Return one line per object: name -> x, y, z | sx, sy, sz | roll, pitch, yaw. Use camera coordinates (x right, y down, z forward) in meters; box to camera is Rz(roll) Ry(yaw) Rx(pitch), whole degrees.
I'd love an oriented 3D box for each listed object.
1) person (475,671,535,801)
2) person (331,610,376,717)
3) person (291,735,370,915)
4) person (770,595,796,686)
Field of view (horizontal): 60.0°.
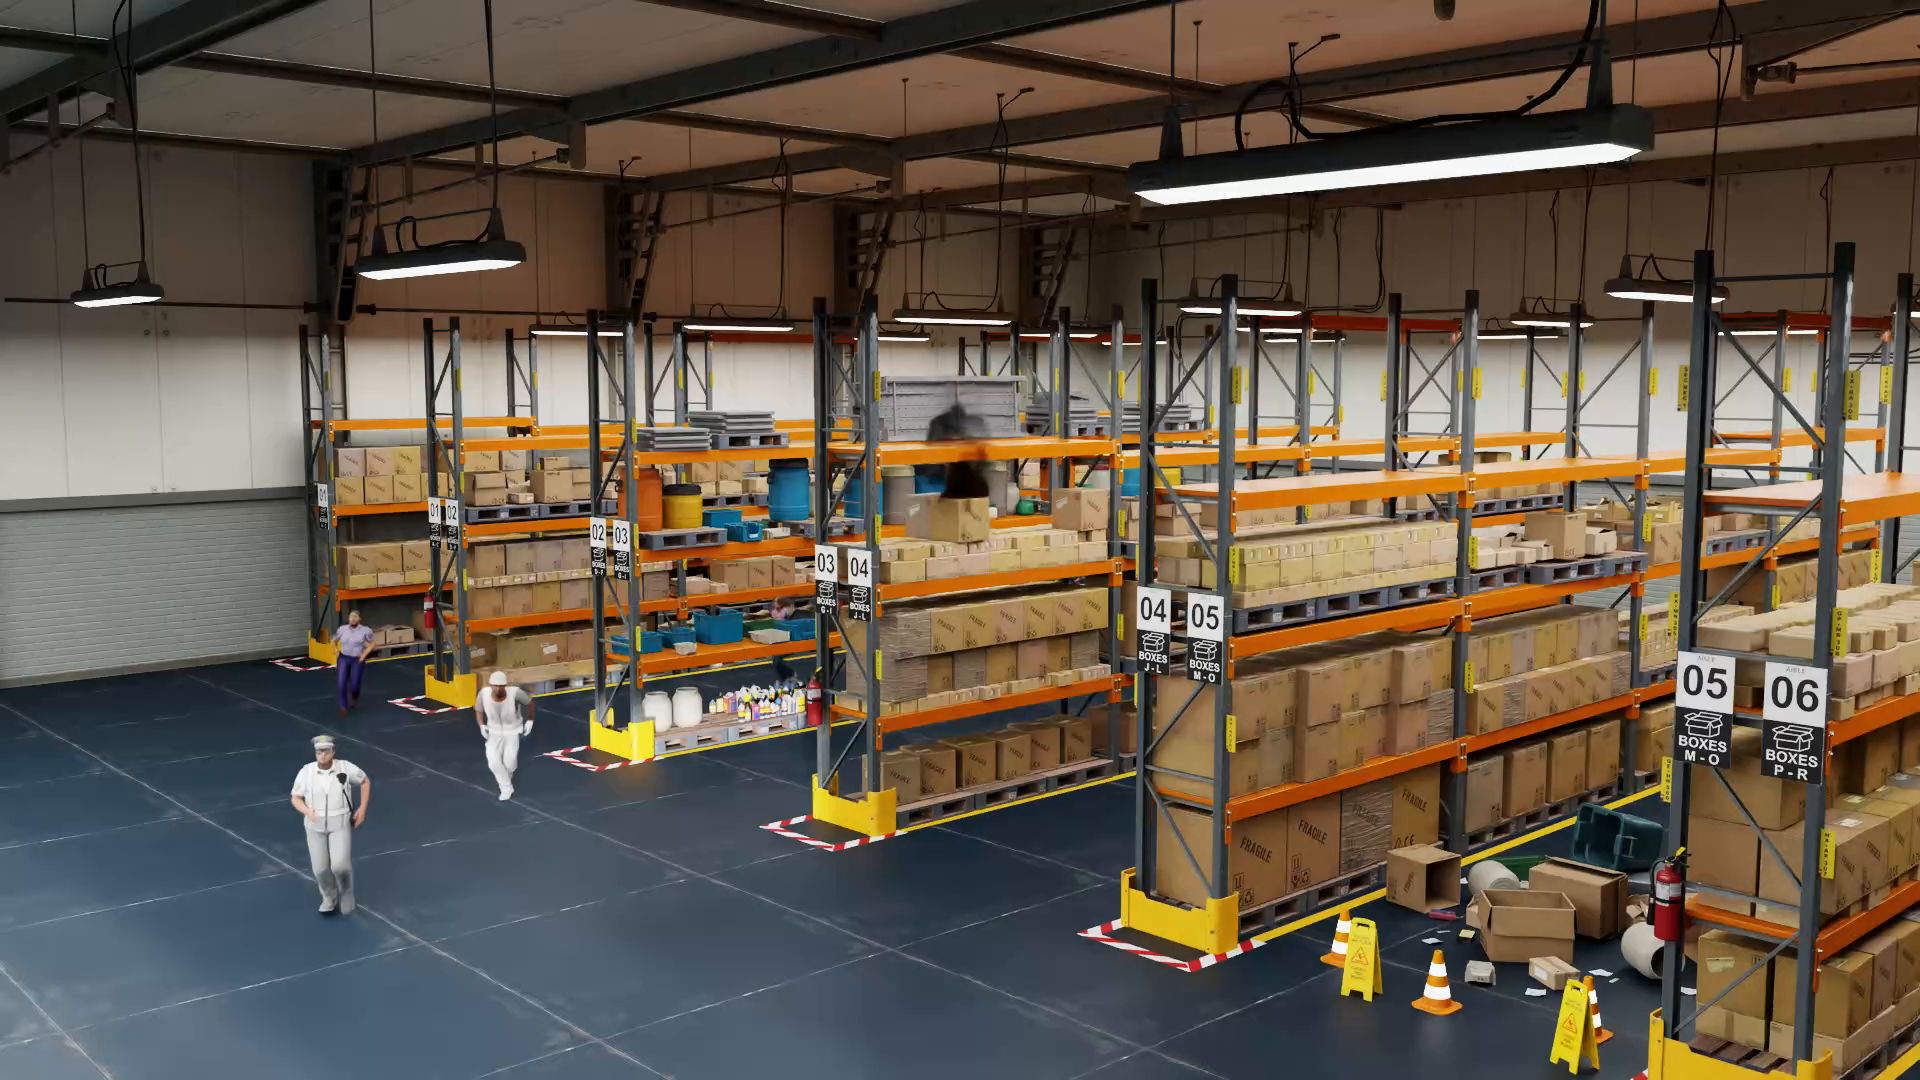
person -> -5.500, 2.342, 20.164 | 0.691, 1.624, 0.936 | -1, 6, -6
person -> -9.177, 1.860, 25.159 | 0.636, 1.581, 0.586 | -1, 6, -8
person -> -5.951, 2.711, 15.723 | 0.684, 1.776, 0.658 | -1, 6, -14
person -> -2.919, 1.674, 26.884 | 0.553, 1.563, 0.533 | 4, 7, 37
